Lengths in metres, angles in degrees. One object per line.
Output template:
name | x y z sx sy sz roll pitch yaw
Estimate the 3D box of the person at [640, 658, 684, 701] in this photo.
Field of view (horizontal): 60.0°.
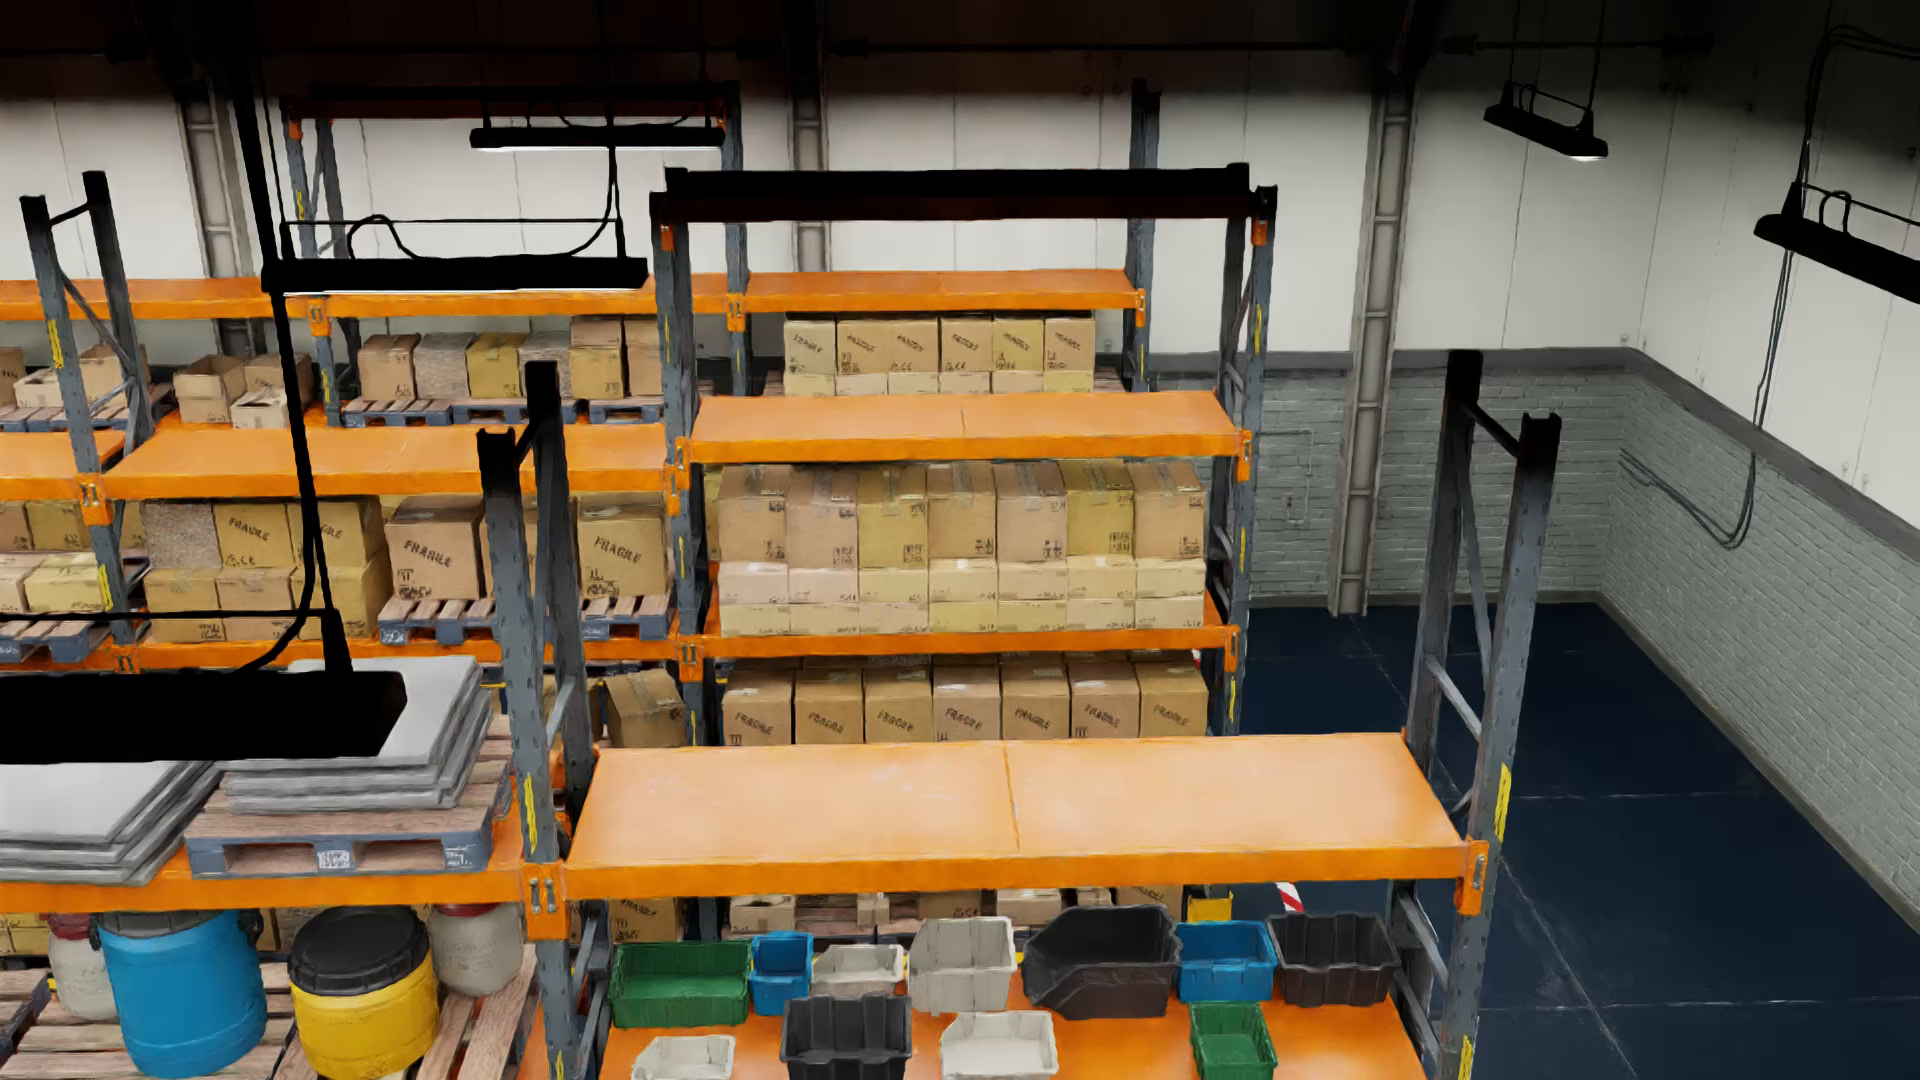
person | -2.562 1.657 14.866 0.534 1.674 0.677 -2 22 -4
